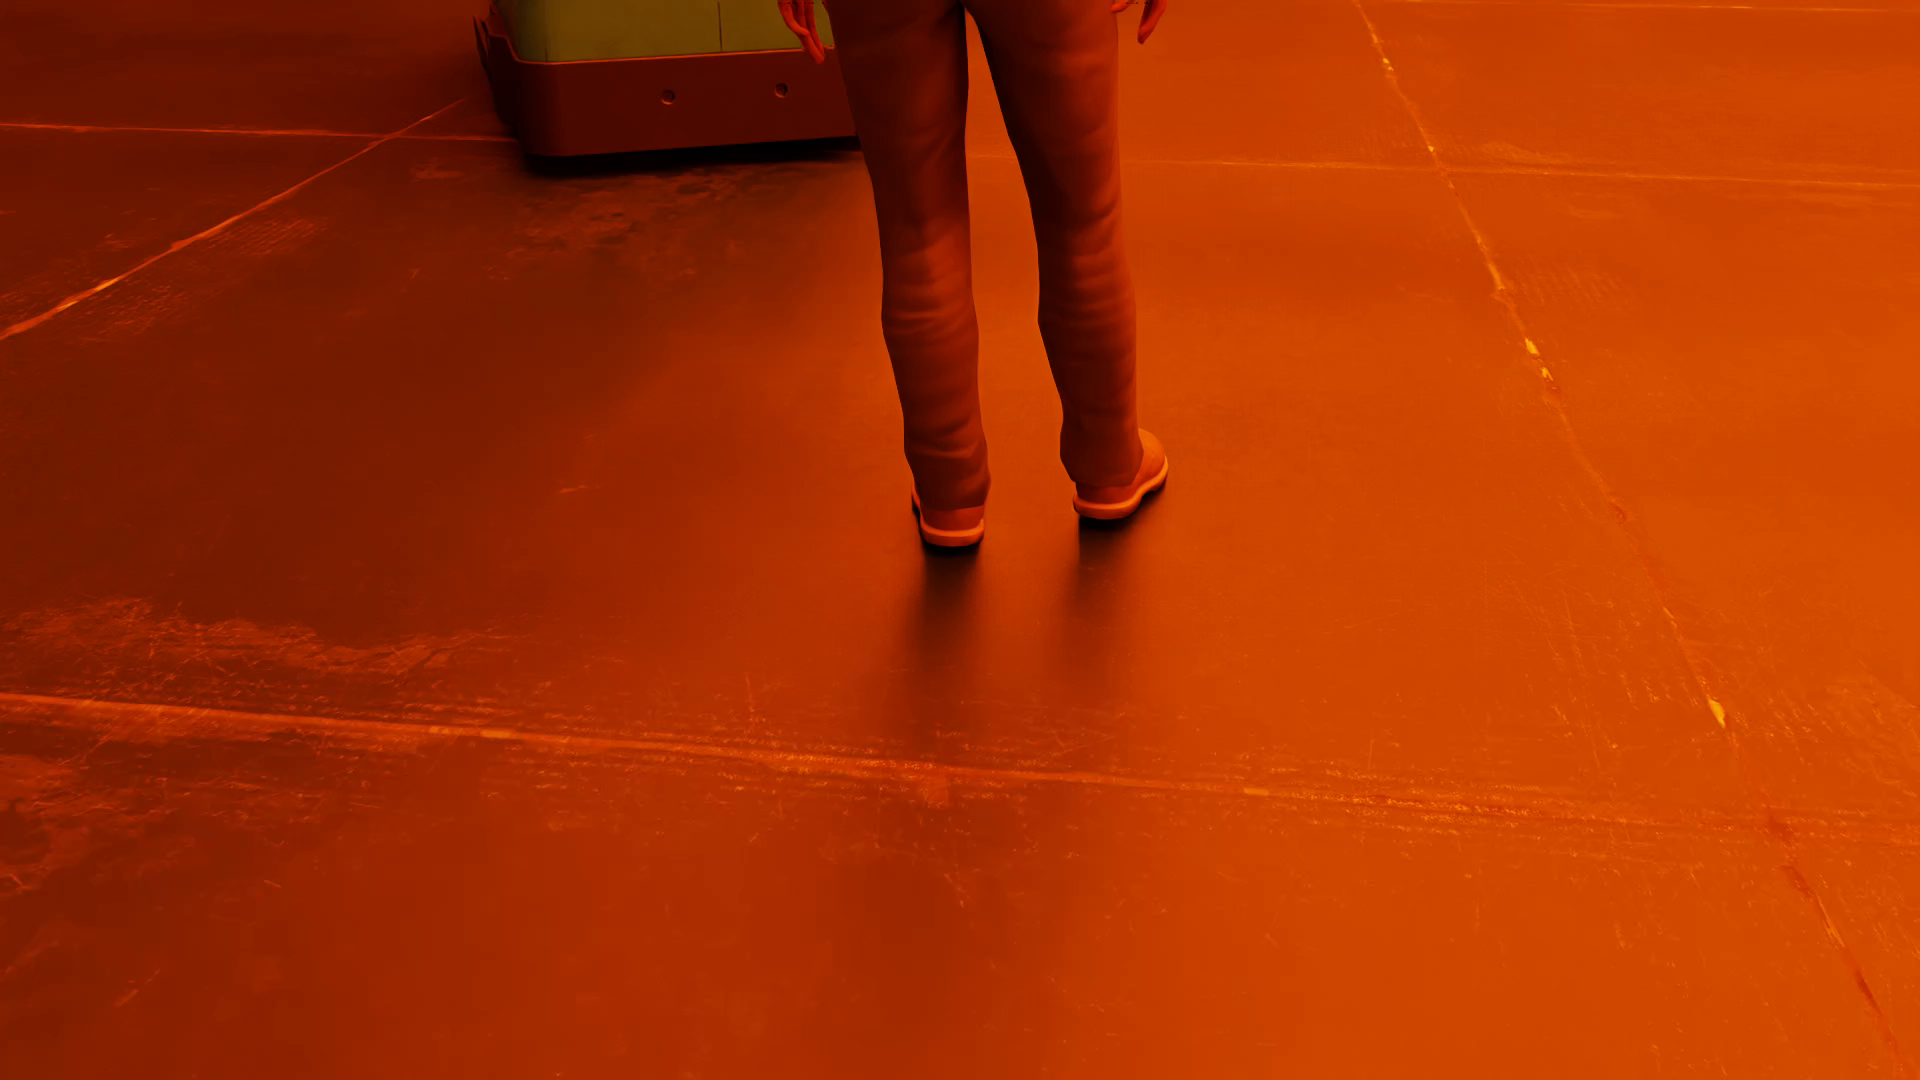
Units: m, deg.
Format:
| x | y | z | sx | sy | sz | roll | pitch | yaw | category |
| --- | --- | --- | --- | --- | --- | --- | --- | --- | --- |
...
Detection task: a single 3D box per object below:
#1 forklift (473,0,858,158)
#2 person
| x | y | z | sx | sy | sz | roll | pitch | yaw | category |
| --- | --- | --- | --- | --- | --- | --- | --- | --- | --- |
| -1.078 | -2.950 | 5.131 | 1.130 | 2.935 | 3.031 | -8 | 28 | -16 | forklift |
| 0.031 | -0.779 | 2.206 | 0.570 | 1.644 | 0.503 | 3 | 27 | 7 | person |
